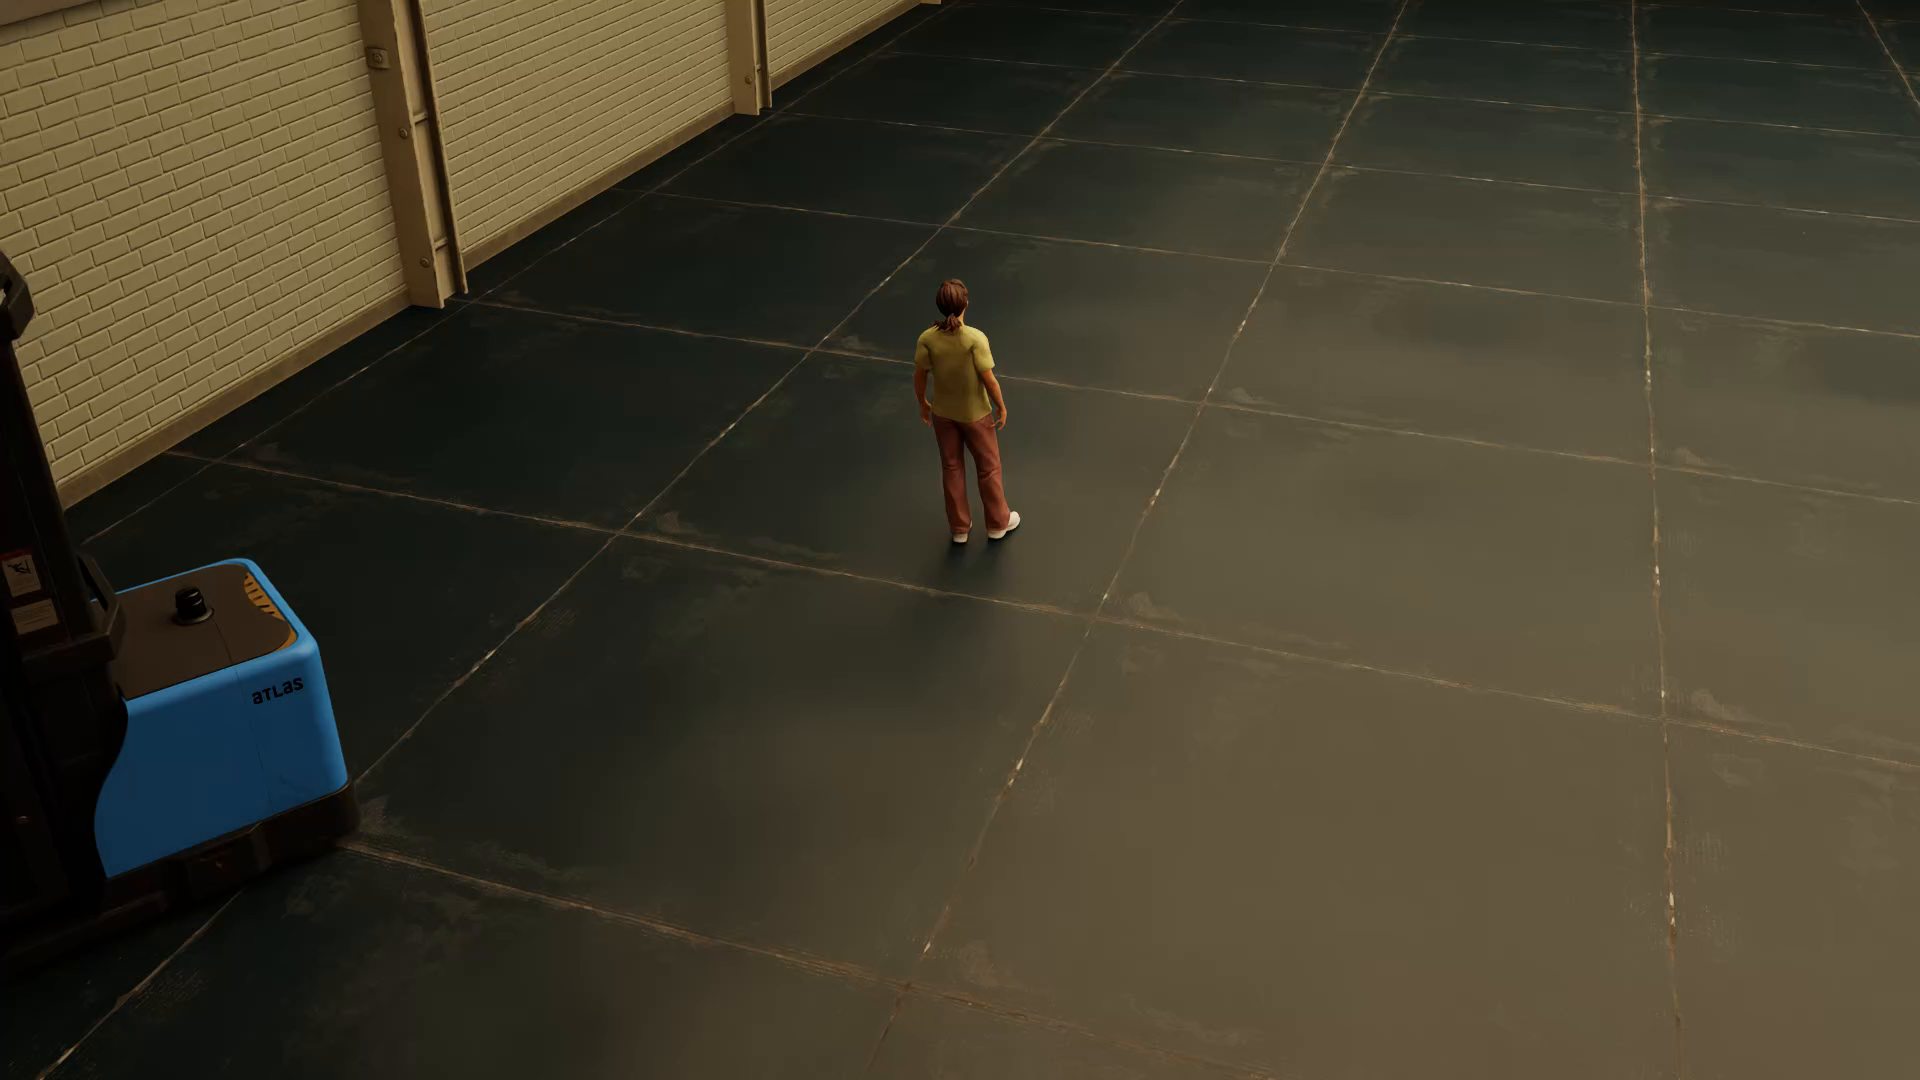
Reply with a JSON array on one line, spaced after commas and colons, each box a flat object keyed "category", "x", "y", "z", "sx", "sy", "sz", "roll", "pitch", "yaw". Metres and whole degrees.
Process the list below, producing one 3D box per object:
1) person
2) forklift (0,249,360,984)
[{"category": "person", "x": 0.035, "y": -0.767, "z": 9.735, "sx": 0.553, "sy": 1.673, "sz": 0.548, "roll": 10, "pitch": 31, "yaw": 16}, {"category": "forklift", "x": -4.247, "y": 0.353, "z": 6.518, "sx": 3.031, "sy": 2.935, "sz": 1.130, "roll": -21, "pitch": 36, "yaw": -32}]
